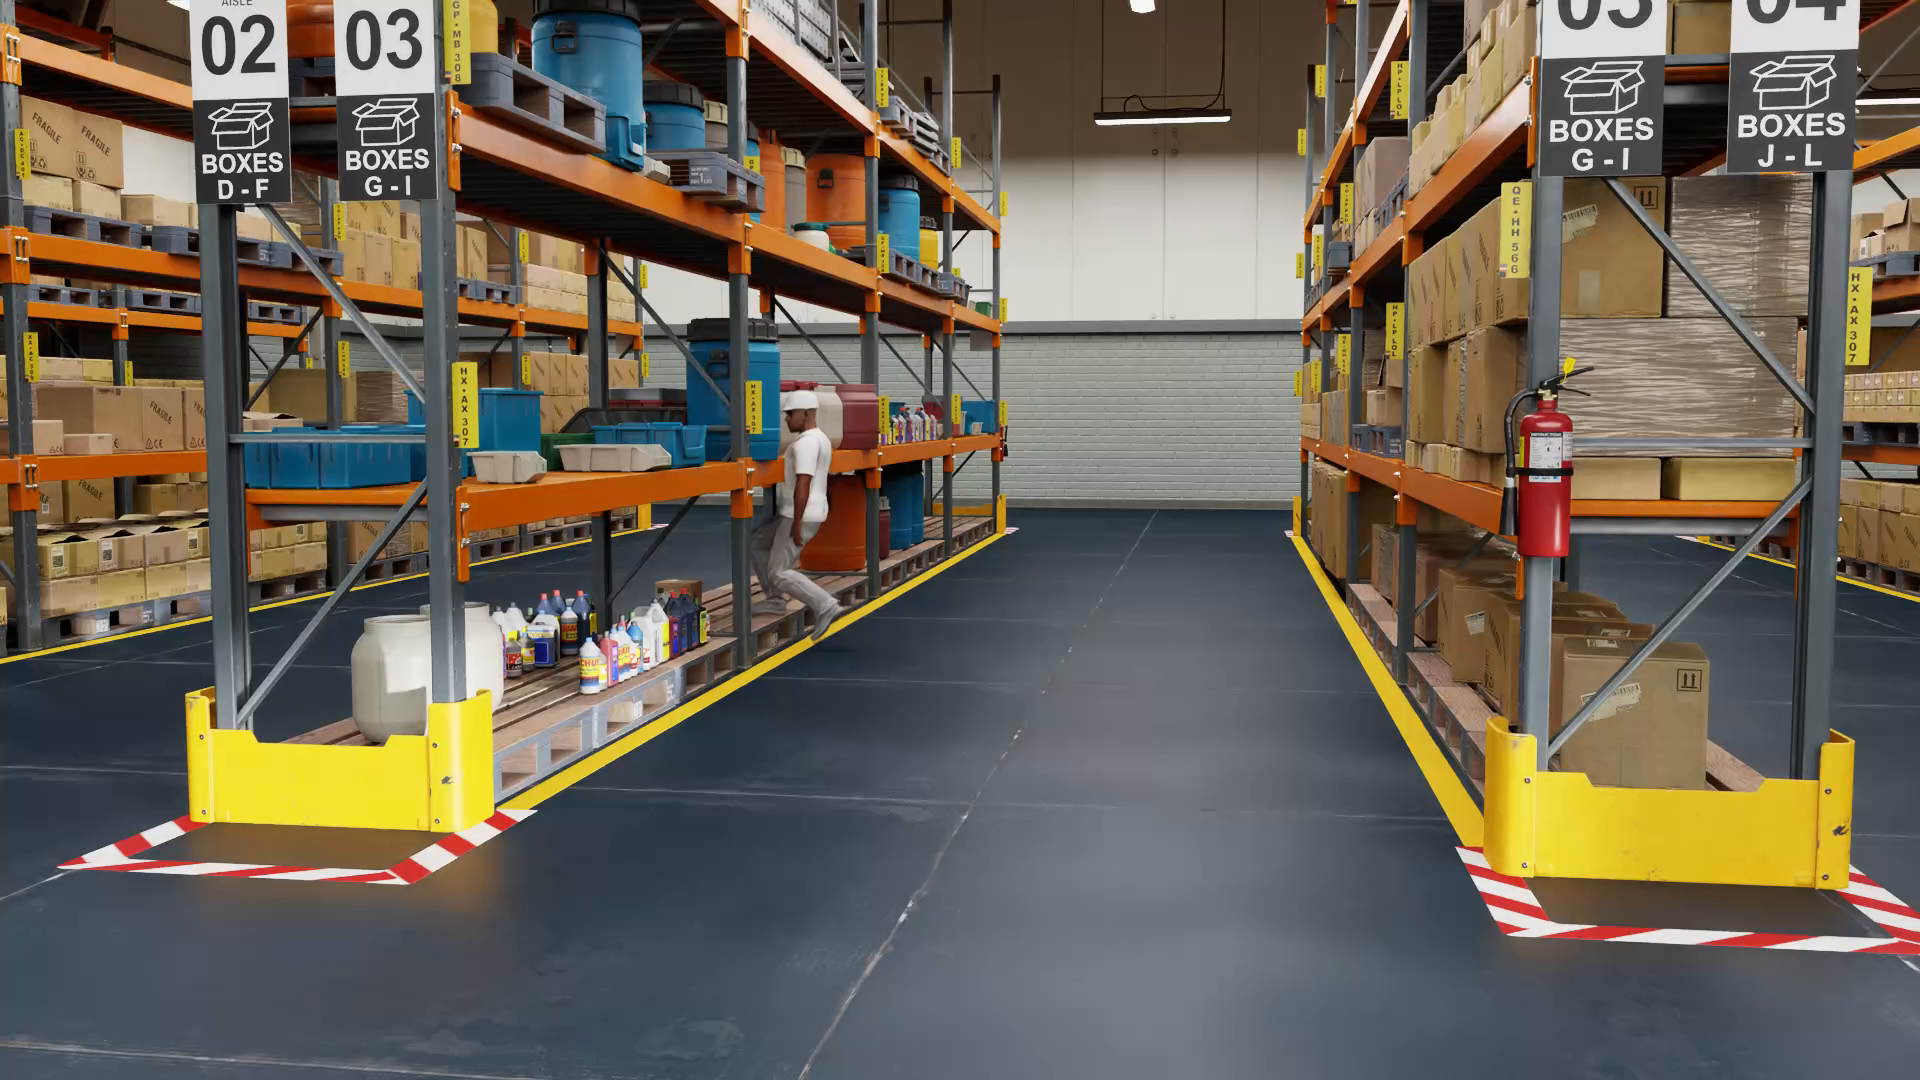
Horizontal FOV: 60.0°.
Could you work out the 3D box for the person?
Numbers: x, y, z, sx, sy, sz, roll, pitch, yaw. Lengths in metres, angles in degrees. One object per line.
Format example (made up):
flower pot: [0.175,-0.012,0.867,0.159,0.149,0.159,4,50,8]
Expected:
person: [-1.147,-0.169,11.399,0.734,1.706,0.617,0,4,5]
